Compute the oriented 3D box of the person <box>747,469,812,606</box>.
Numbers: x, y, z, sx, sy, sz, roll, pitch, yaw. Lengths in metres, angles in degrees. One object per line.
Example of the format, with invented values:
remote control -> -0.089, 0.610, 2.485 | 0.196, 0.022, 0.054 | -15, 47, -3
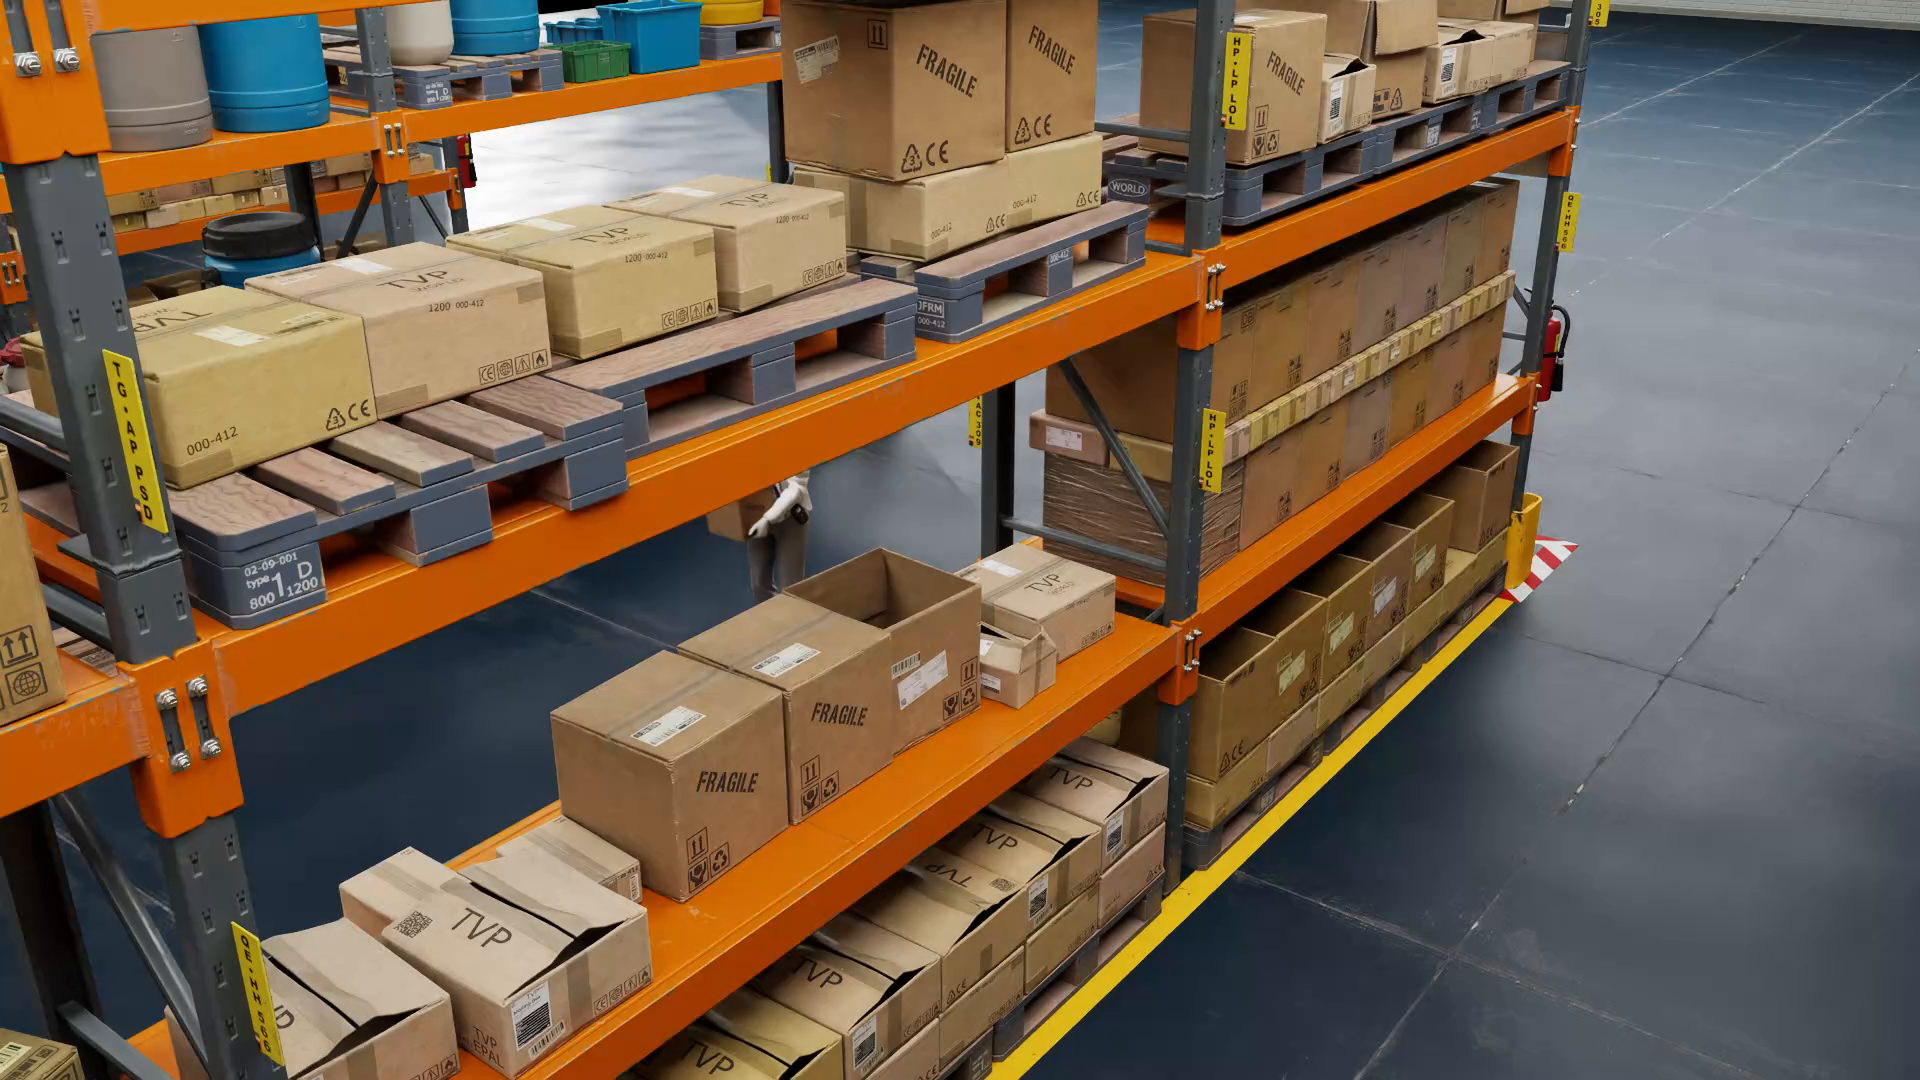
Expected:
person -> -1.009, -0.084, 8.758 | 0.456, 1.686, 0.563 | 17, 29, 33
